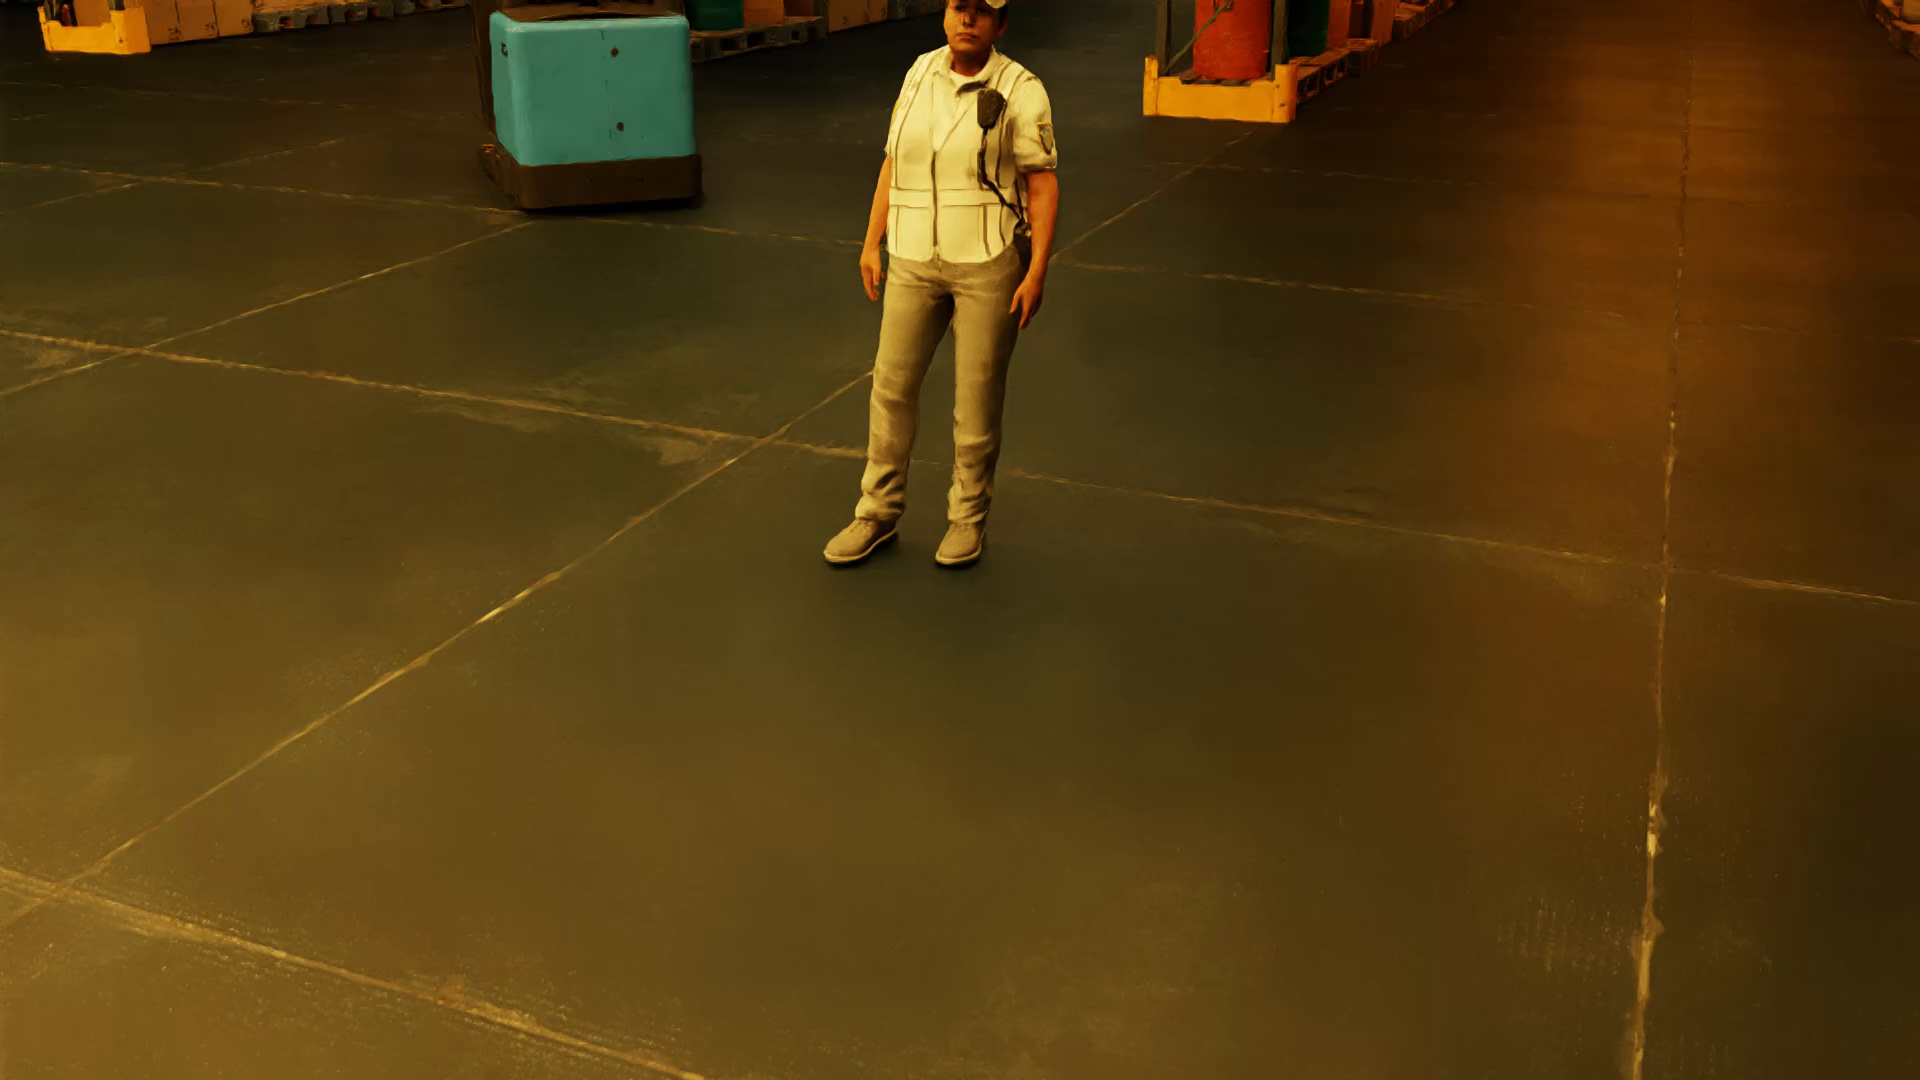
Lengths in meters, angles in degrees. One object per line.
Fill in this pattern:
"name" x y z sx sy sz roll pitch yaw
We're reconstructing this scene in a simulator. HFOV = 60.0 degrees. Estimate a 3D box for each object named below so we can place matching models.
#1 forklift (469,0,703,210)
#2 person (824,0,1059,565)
"forklift" -2.526 -3.764 10.299 1.130 2.935 3.031 -9 24 -20
"person" -0.050 -0.752 4.711 0.598 1.669 0.529 9 24 21
